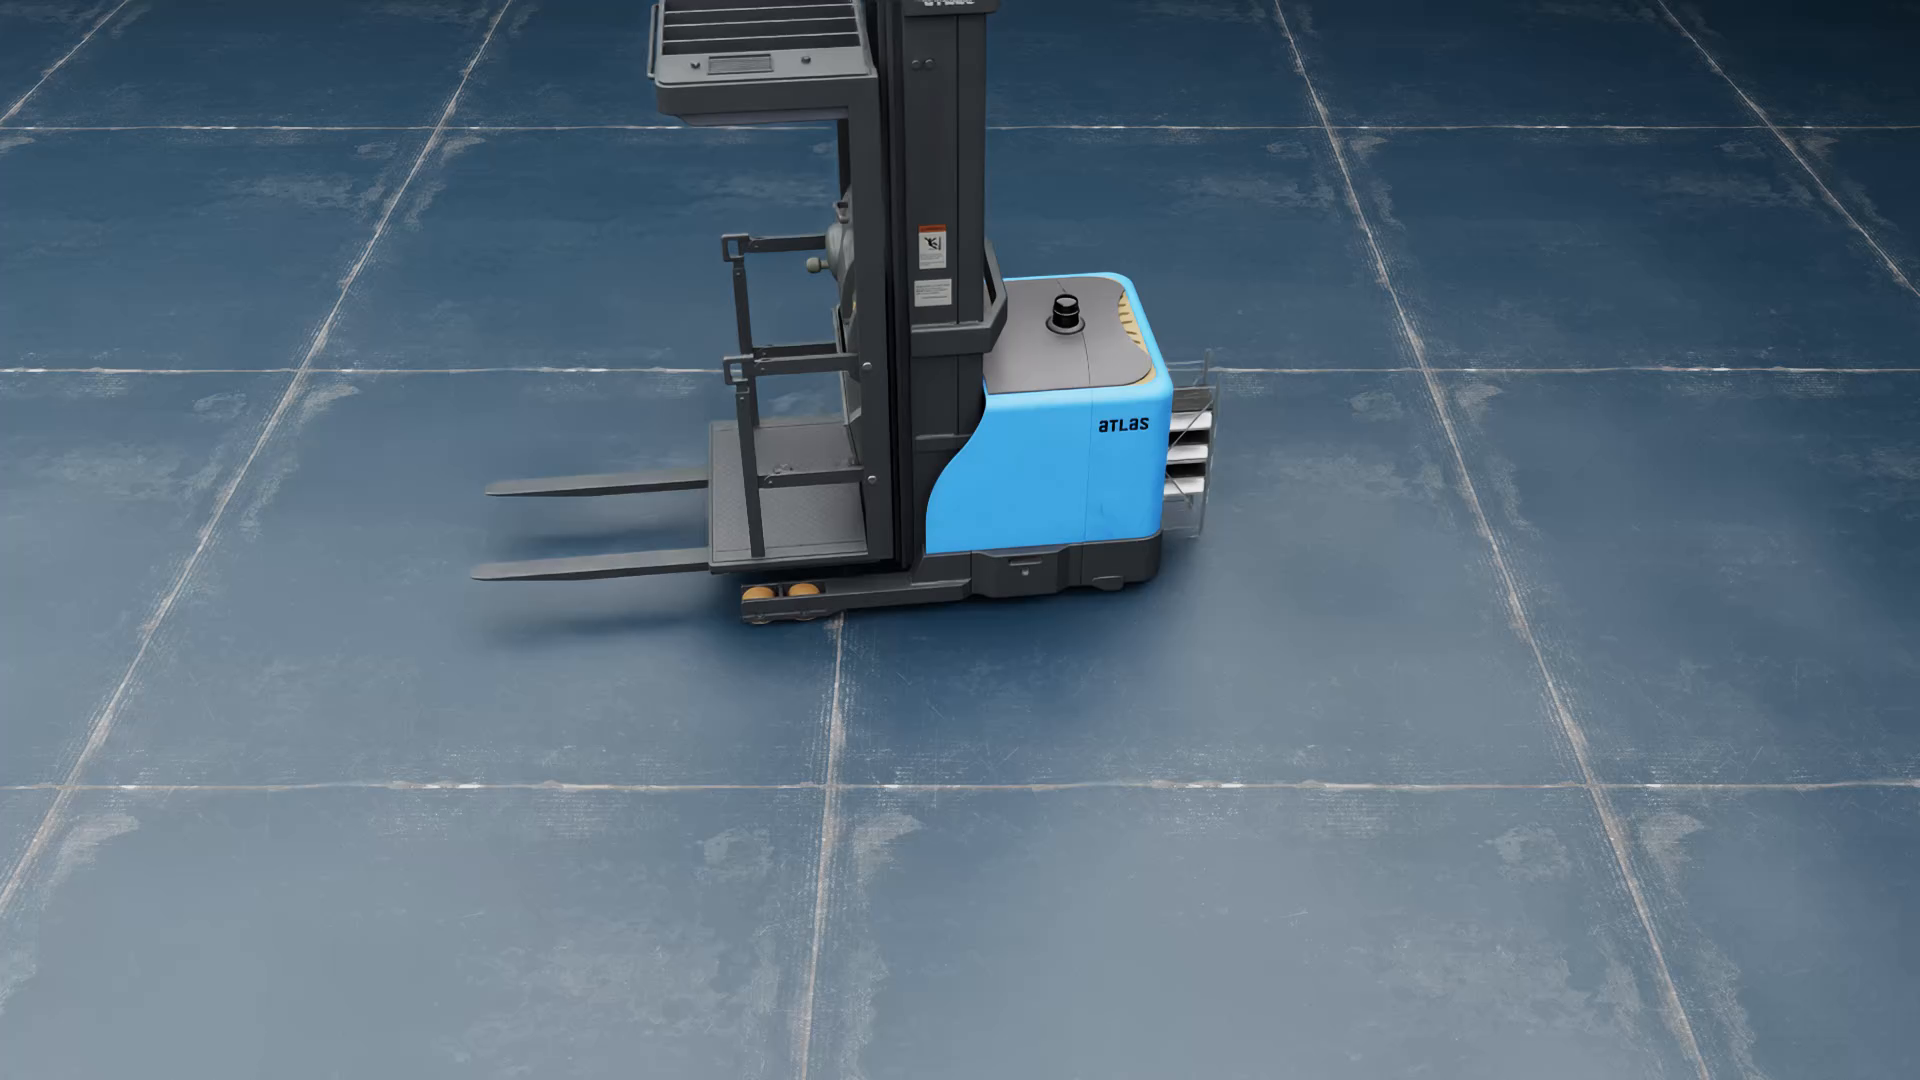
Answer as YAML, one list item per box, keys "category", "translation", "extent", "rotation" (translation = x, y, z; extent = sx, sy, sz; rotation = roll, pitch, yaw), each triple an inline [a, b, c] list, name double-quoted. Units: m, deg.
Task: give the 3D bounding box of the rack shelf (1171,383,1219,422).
- category: "rack shelf"
  translation: [1.003, -0.607, 7.409]
  extent: [0.258, 0.077, 0.200]
  rotation: [-4, 39, -5]

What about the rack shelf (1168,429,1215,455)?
- category: "rack shelf"
  translation: [1.002, -0.467, 7.521]
  extent: [0.258, 0.077, 0.200]
  rotation: [-4, 39, -5]

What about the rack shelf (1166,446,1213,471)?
- category: "rack shelf"
  translation: [1.002, -0.396, 7.578]
  extent: [0.258, 0.077, 0.200]
  rotation: [-4, 39, -5]

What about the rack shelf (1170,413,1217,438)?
- category: "rack shelf"
  translation: [1.002, -0.537, 7.465]
  extent: [0.258, 0.077, 0.200]
  rotation: [-4, 39, -5]

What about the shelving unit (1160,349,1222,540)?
- category: "shelving unit"
  translation: [1.002, -0.422, 7.557]
  extent: [0.258, 0.900, 0.210]
  rotation: [-4, 39, -5]

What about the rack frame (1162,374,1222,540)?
- category: "rack frame"
  translation: [1.014, -0.359, 7.478]
  extent: [0.240, 0.900, 0.006]
  rotation: [-4, 39, -5]

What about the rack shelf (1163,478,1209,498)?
- category: "rack shelf"
  translation: [1.001, -0.256, 7.690]
  extent: [0.258, 0.077, 0.200]
  rotation: [-4, 39, -5]

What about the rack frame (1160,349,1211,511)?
- category: "rack frame"
  translation: [0.990, -0.486, 7.636]
  extent: [0.240, 0.900, 0.006]
  rotation: [-4, 39, -5]

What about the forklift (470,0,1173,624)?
- category: "forklift"
  translation: [-0.656, -1.126, 6.811]
  extent: [3.031, 2.935, 1.130]
  rotation: [-4, 39, -5]

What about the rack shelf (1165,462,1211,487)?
- category: "rack shelf"
  translation: [1.002, -0.326, 7.634]
  extent: [0.258, 0.077, 0.200]
  rotation: [-4, 39, -5]
